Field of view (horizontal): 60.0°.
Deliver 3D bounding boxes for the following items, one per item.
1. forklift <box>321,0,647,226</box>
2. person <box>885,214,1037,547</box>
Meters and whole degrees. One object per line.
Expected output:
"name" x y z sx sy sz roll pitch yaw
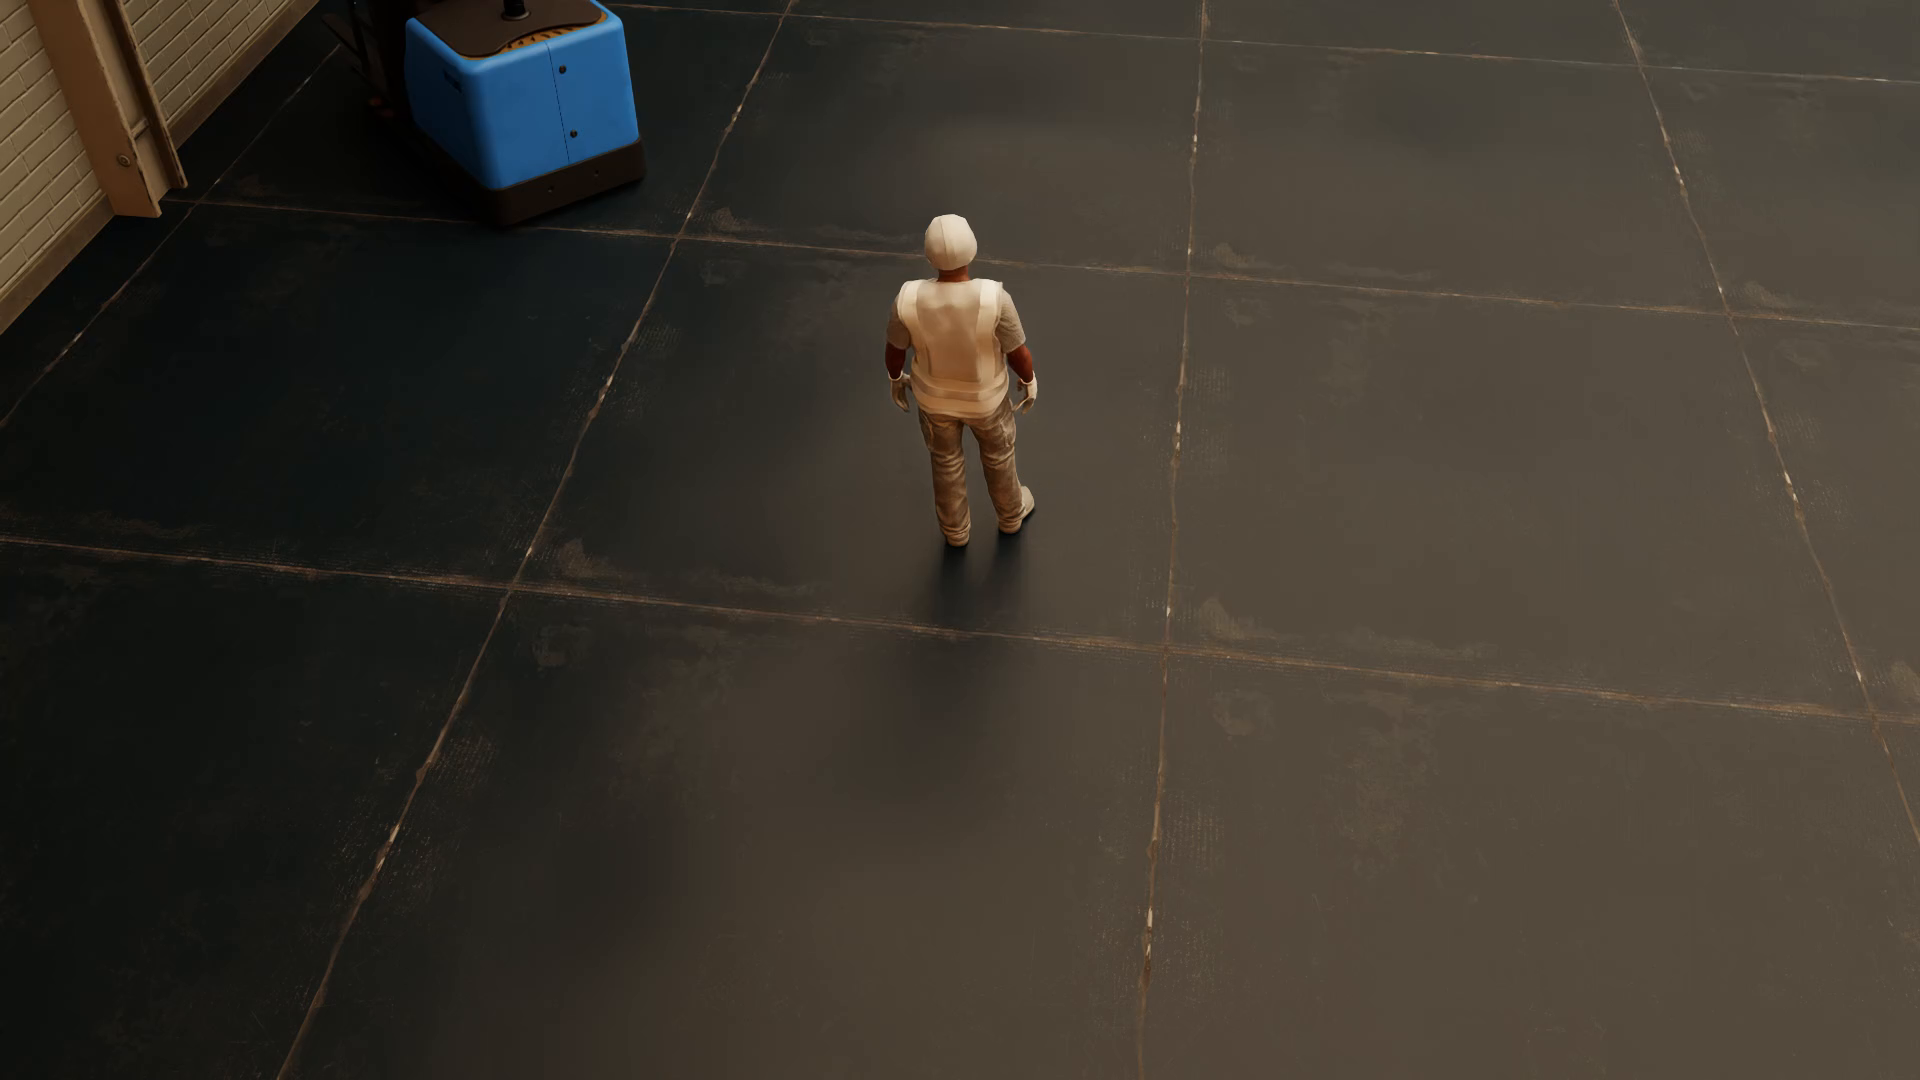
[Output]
"forklift" -3.232 -3.875 9.942 1.130 2.935 3.031 -28 49 -27
"person" 0.017 -0.710 7.335 0.656 1.784 0.575 5 43 6
